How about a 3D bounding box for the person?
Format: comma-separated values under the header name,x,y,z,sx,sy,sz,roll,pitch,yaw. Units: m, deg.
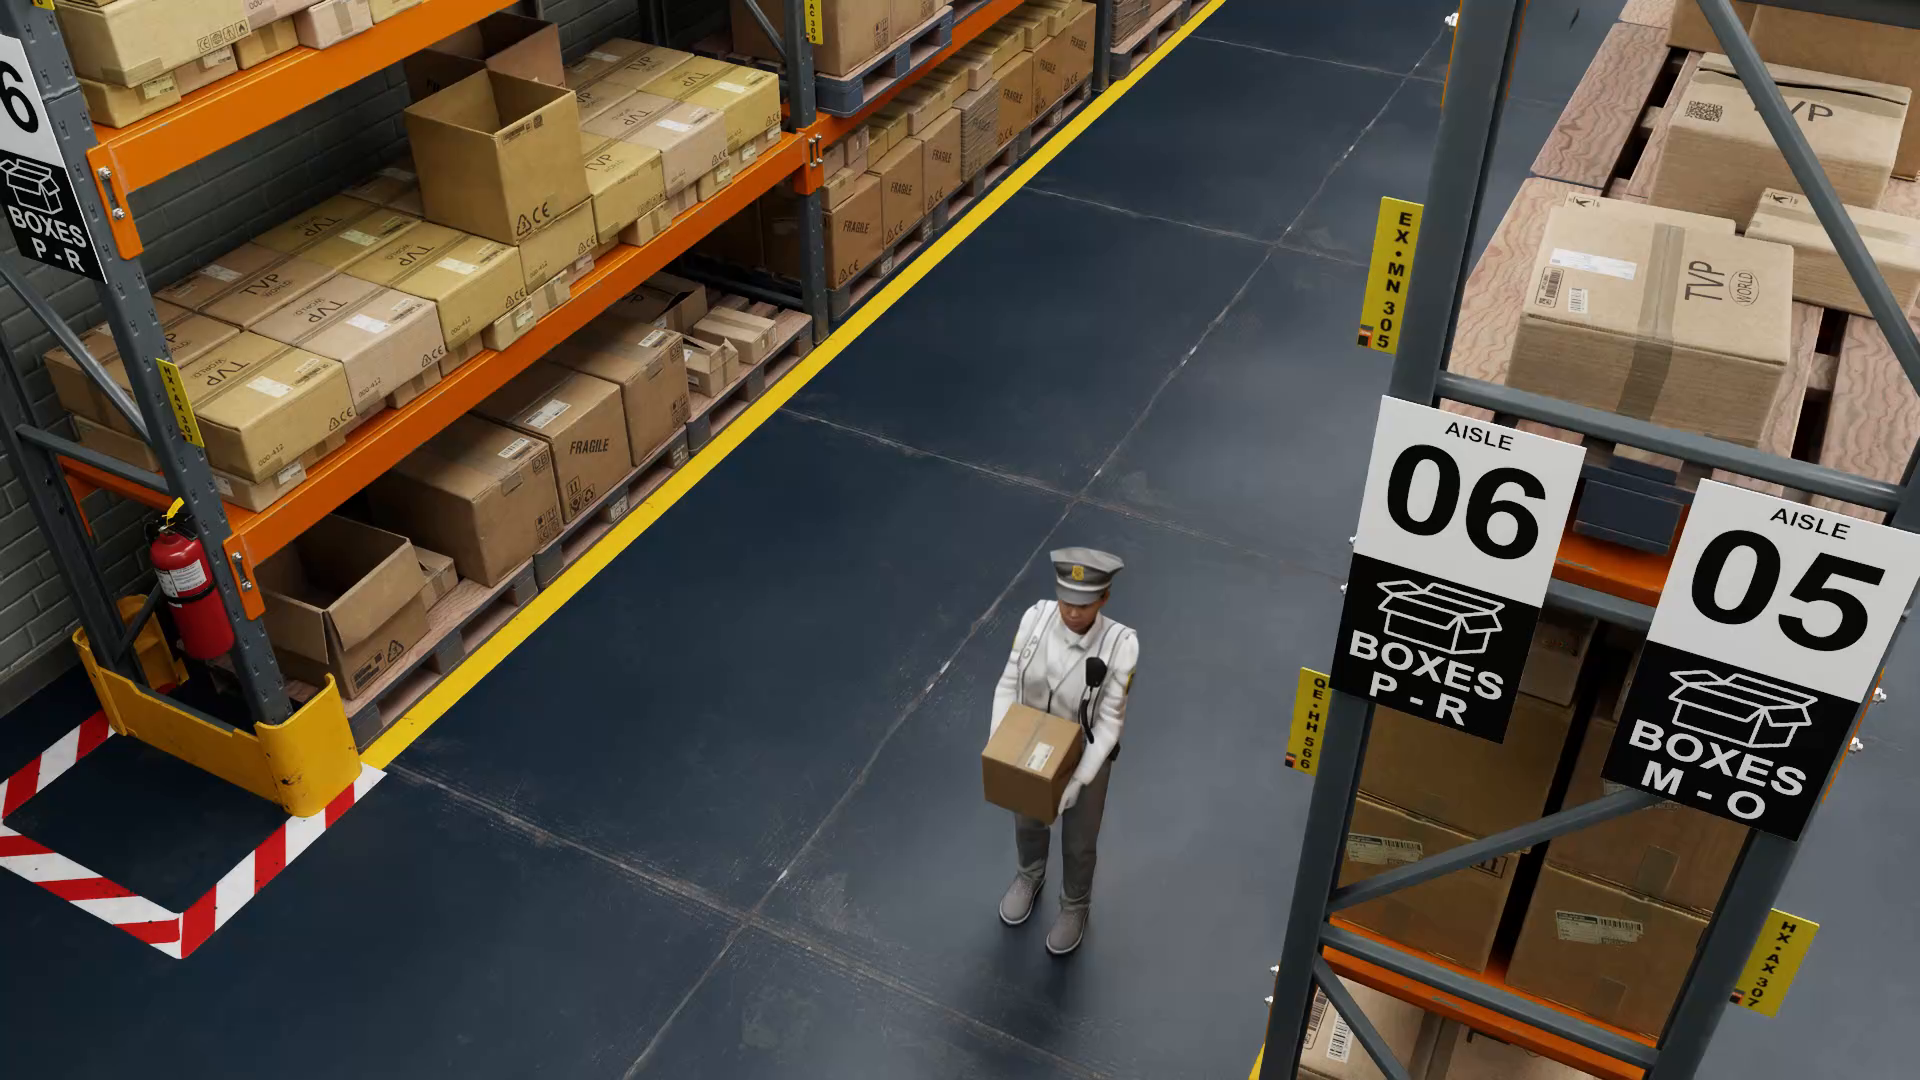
name,x,y,z,sx,sy,sz,roll,pitch,yaw
person,0.329,0.760,5.764,0.459,1.687,0.547,17,41,21
